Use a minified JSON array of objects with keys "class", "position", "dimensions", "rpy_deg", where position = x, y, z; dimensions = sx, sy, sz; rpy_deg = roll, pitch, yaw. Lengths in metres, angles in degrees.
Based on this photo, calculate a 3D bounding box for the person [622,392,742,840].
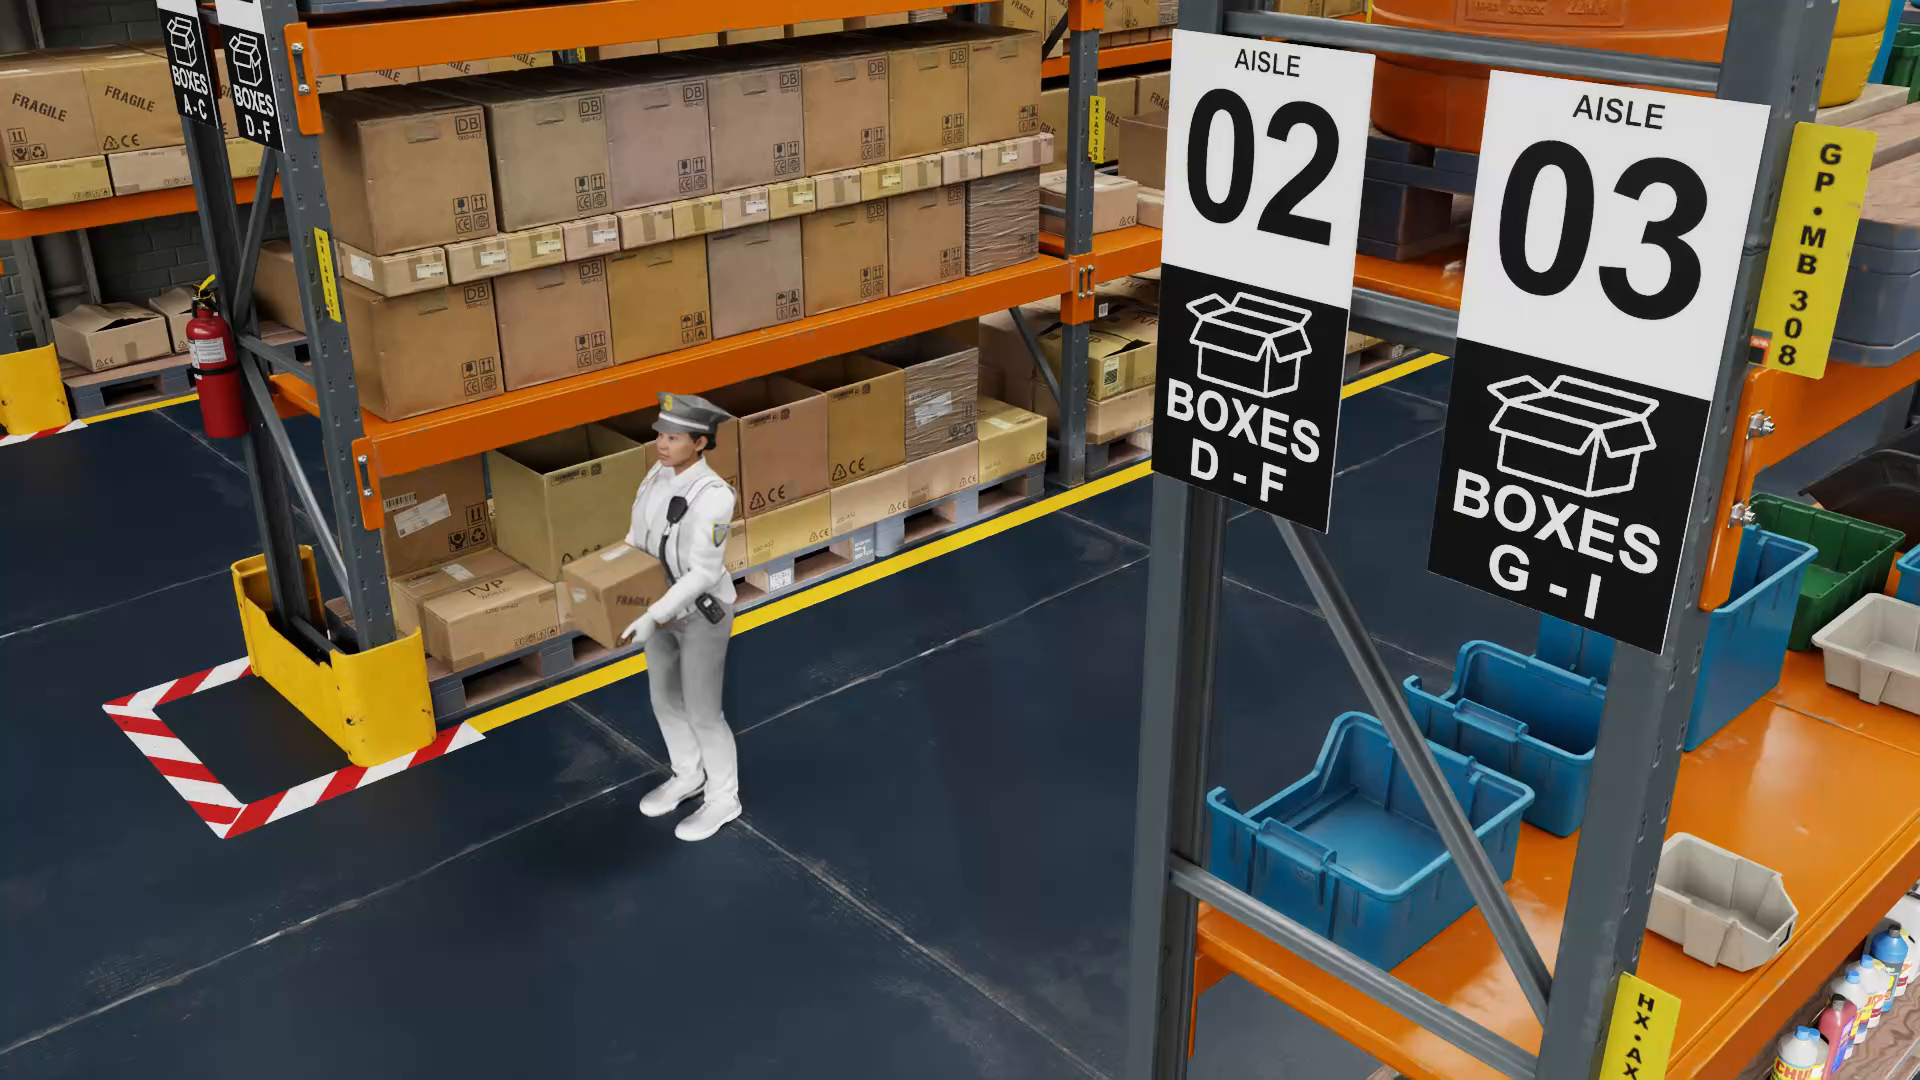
[{"class":"person","position":[-1.041,0.281,5.950],"dimensions":[0.550,1.690,0.469],"rpy_deg":[-21,32,-39]}]
